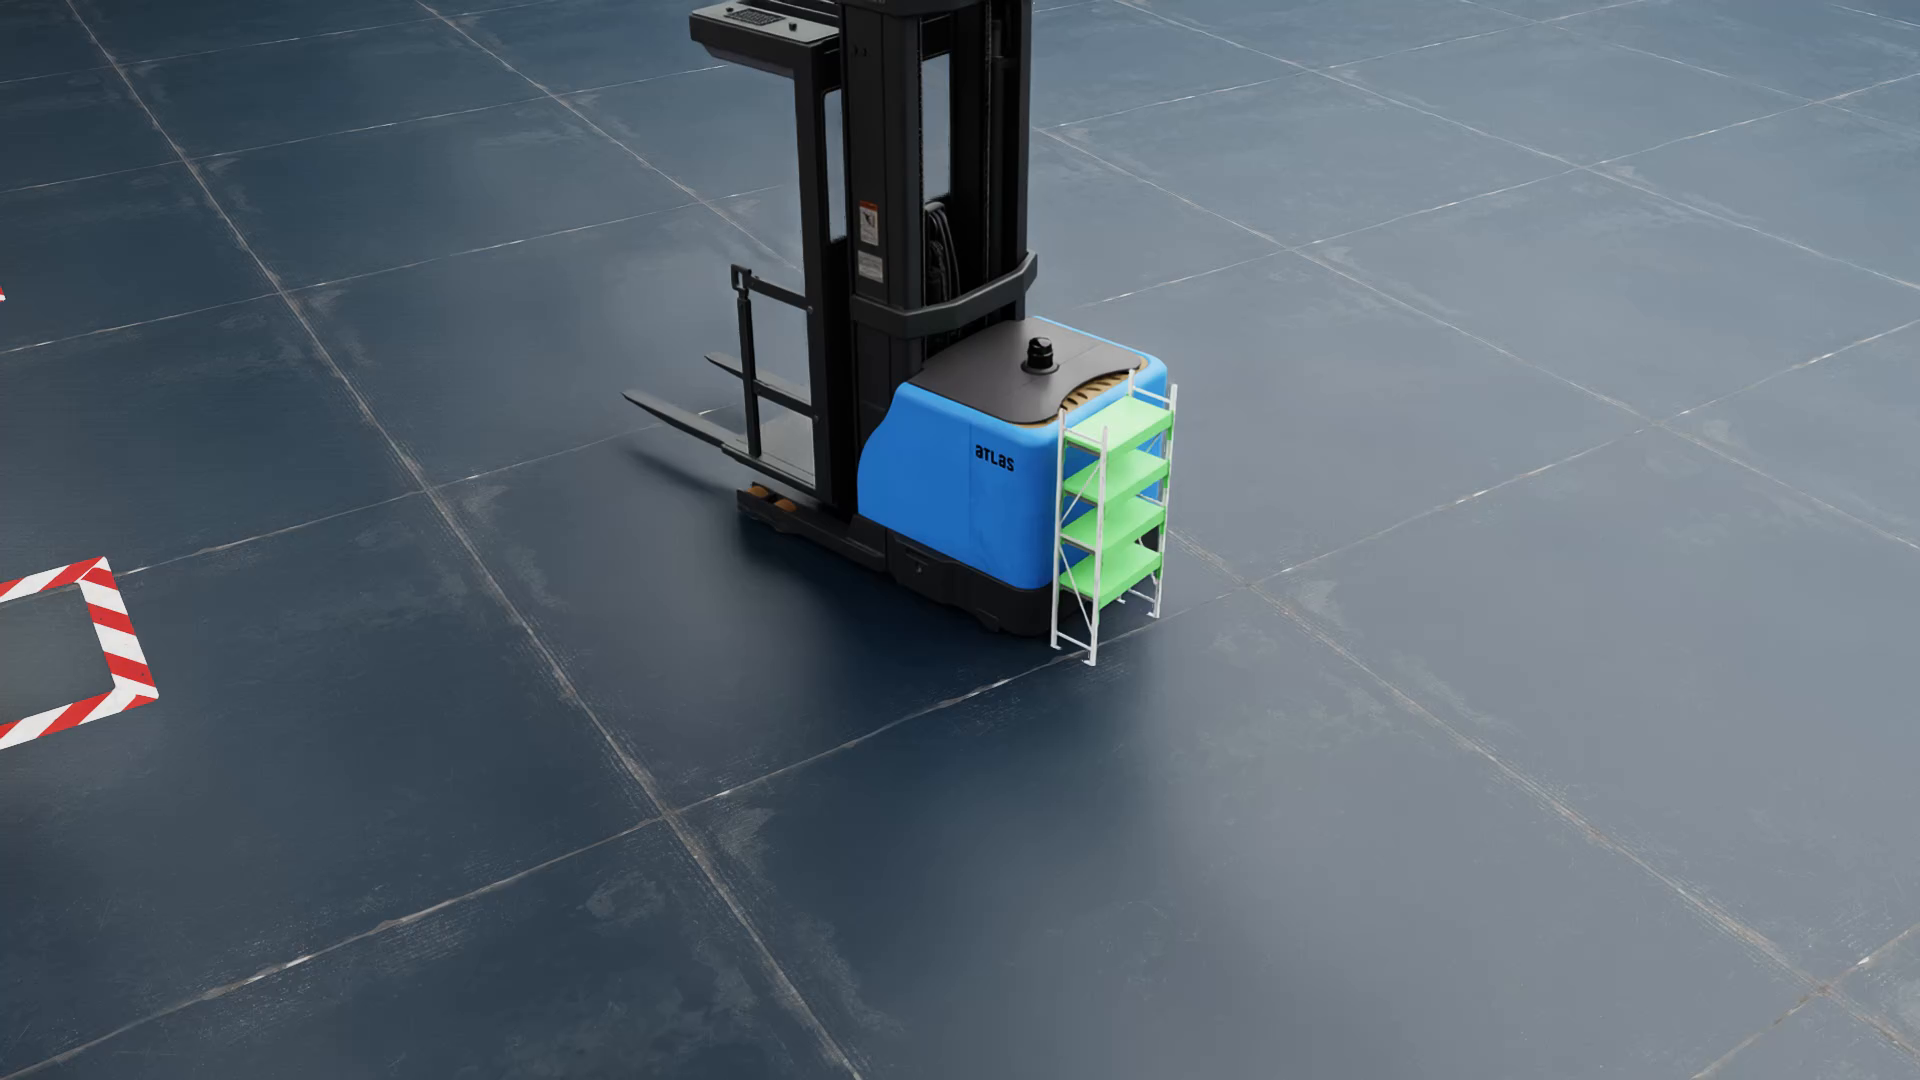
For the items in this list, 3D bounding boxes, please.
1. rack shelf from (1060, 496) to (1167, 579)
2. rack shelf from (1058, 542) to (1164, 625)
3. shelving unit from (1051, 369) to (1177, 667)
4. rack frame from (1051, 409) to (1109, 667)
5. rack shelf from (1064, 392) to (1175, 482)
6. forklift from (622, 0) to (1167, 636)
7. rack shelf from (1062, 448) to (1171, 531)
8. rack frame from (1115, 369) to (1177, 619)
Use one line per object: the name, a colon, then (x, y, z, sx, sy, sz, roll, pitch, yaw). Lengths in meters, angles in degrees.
rack shelf: (0.664, -0.034, 7.299, 0.258, 0.148, 0.480, 25, 40, 33)
rack shelf: (0.664, 0.169, 7.428, 0.258, 0.148, 0.480, 25, 40, 33)
shelving unit: (0.664, -0.088, 7.265, 0.258, 1.200, 0.503, 25, 40, 33)
rack frame: (0.505, 0.010, 7.109, 0.240, 1.200, 0.015, 25, 40, 33)
rack shelf: (0.665, -0.440, 7.043, 0.258, 0.148, 0.480, 25, 40, 33)
forklift: (-0.490, -1.465, 7.825, 3.031, 2.935, 1.130, 25, 40, 33)
rack shelf: (0.664, -0.237, 7.171, 0.258, 0.148, 0.480, 25, 40, 33)
rack frame: (0.823, -0.187, 7.422, 0.240, 1.200, 0.015, 25, 40, 33)
